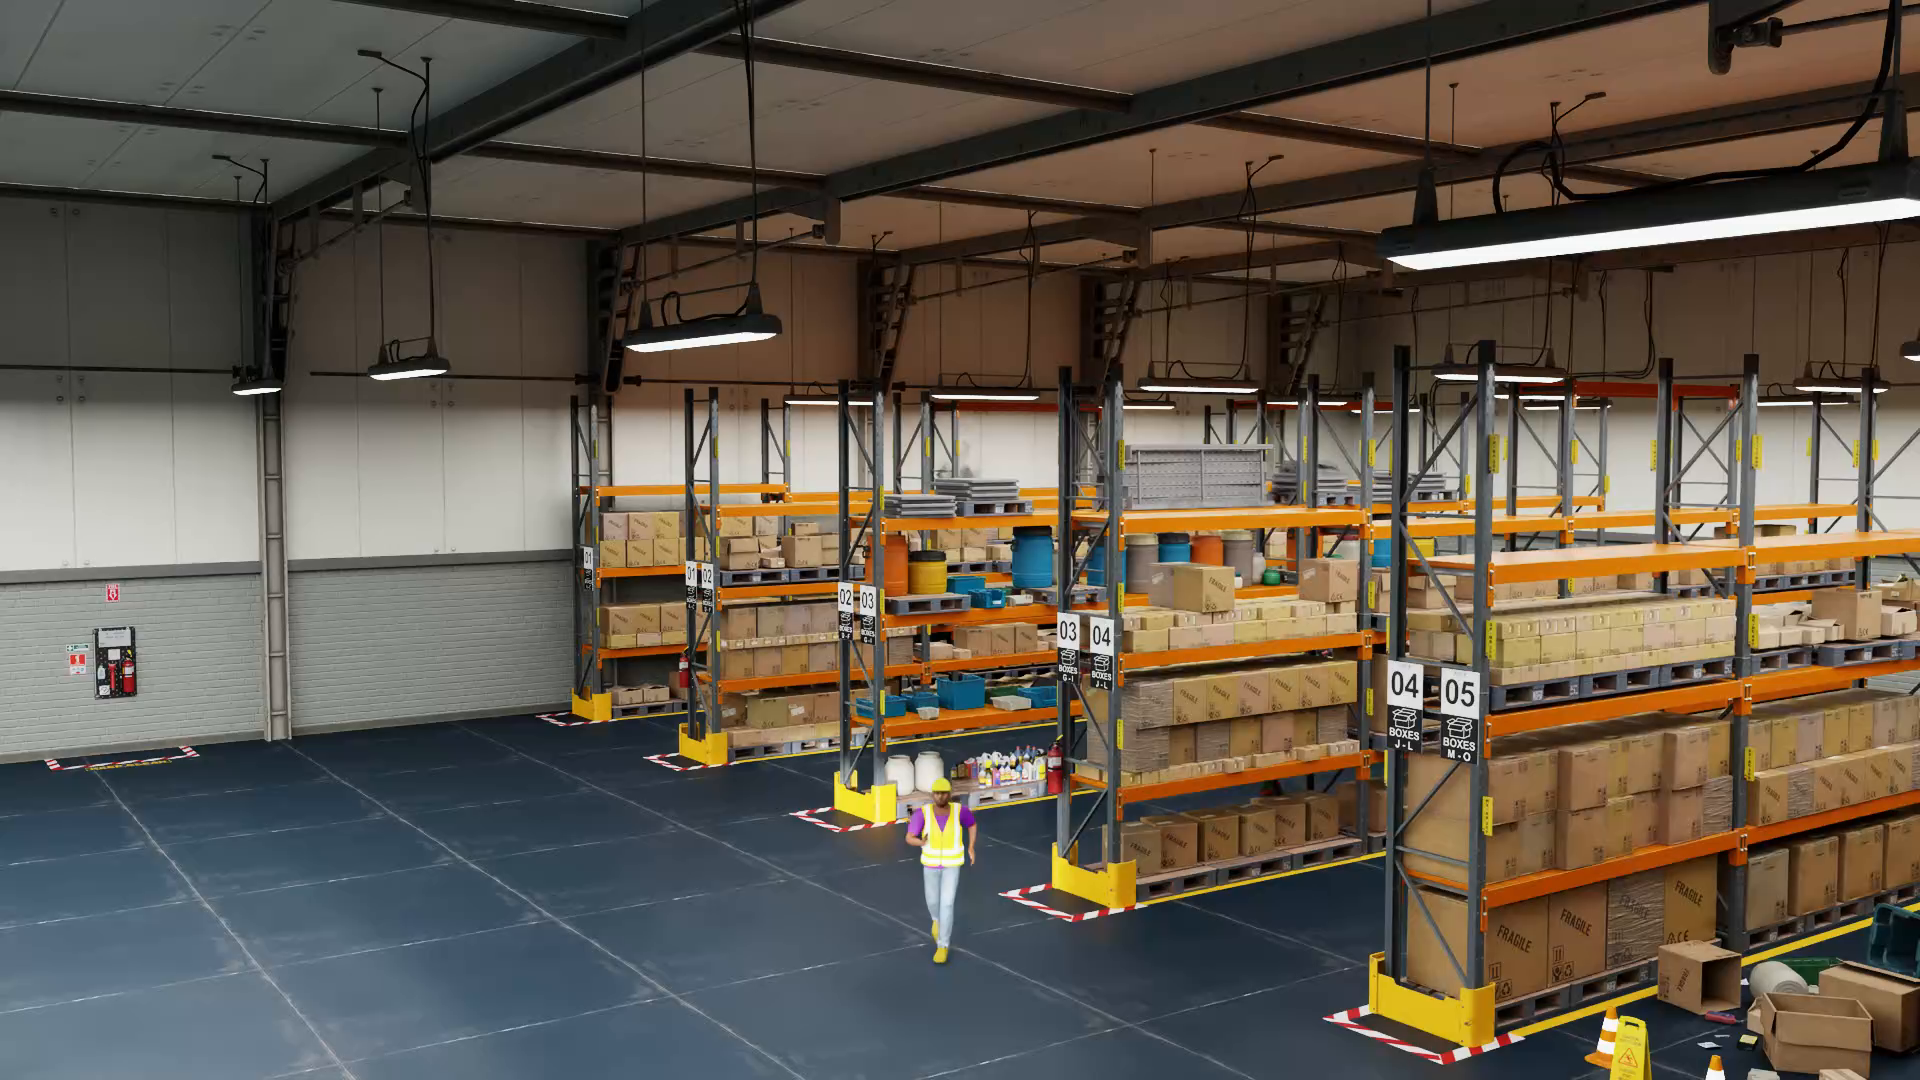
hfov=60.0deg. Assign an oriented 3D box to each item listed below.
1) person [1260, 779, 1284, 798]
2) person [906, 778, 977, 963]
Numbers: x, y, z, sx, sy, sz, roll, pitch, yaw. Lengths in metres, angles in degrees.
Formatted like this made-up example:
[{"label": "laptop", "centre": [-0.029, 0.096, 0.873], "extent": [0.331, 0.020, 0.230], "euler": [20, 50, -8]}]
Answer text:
[{"label": "person", "centre": [4.245, 2.892, 22.848], "extent": [0.894, 1.823, 0.613], "euler": [-3, 5, -43]}, {"label": "person", "centre": [-0.190, 3.247, 16.688], "extent": [0.700, 1.751, 0.979], "euler": [0, 3, 4]}]
